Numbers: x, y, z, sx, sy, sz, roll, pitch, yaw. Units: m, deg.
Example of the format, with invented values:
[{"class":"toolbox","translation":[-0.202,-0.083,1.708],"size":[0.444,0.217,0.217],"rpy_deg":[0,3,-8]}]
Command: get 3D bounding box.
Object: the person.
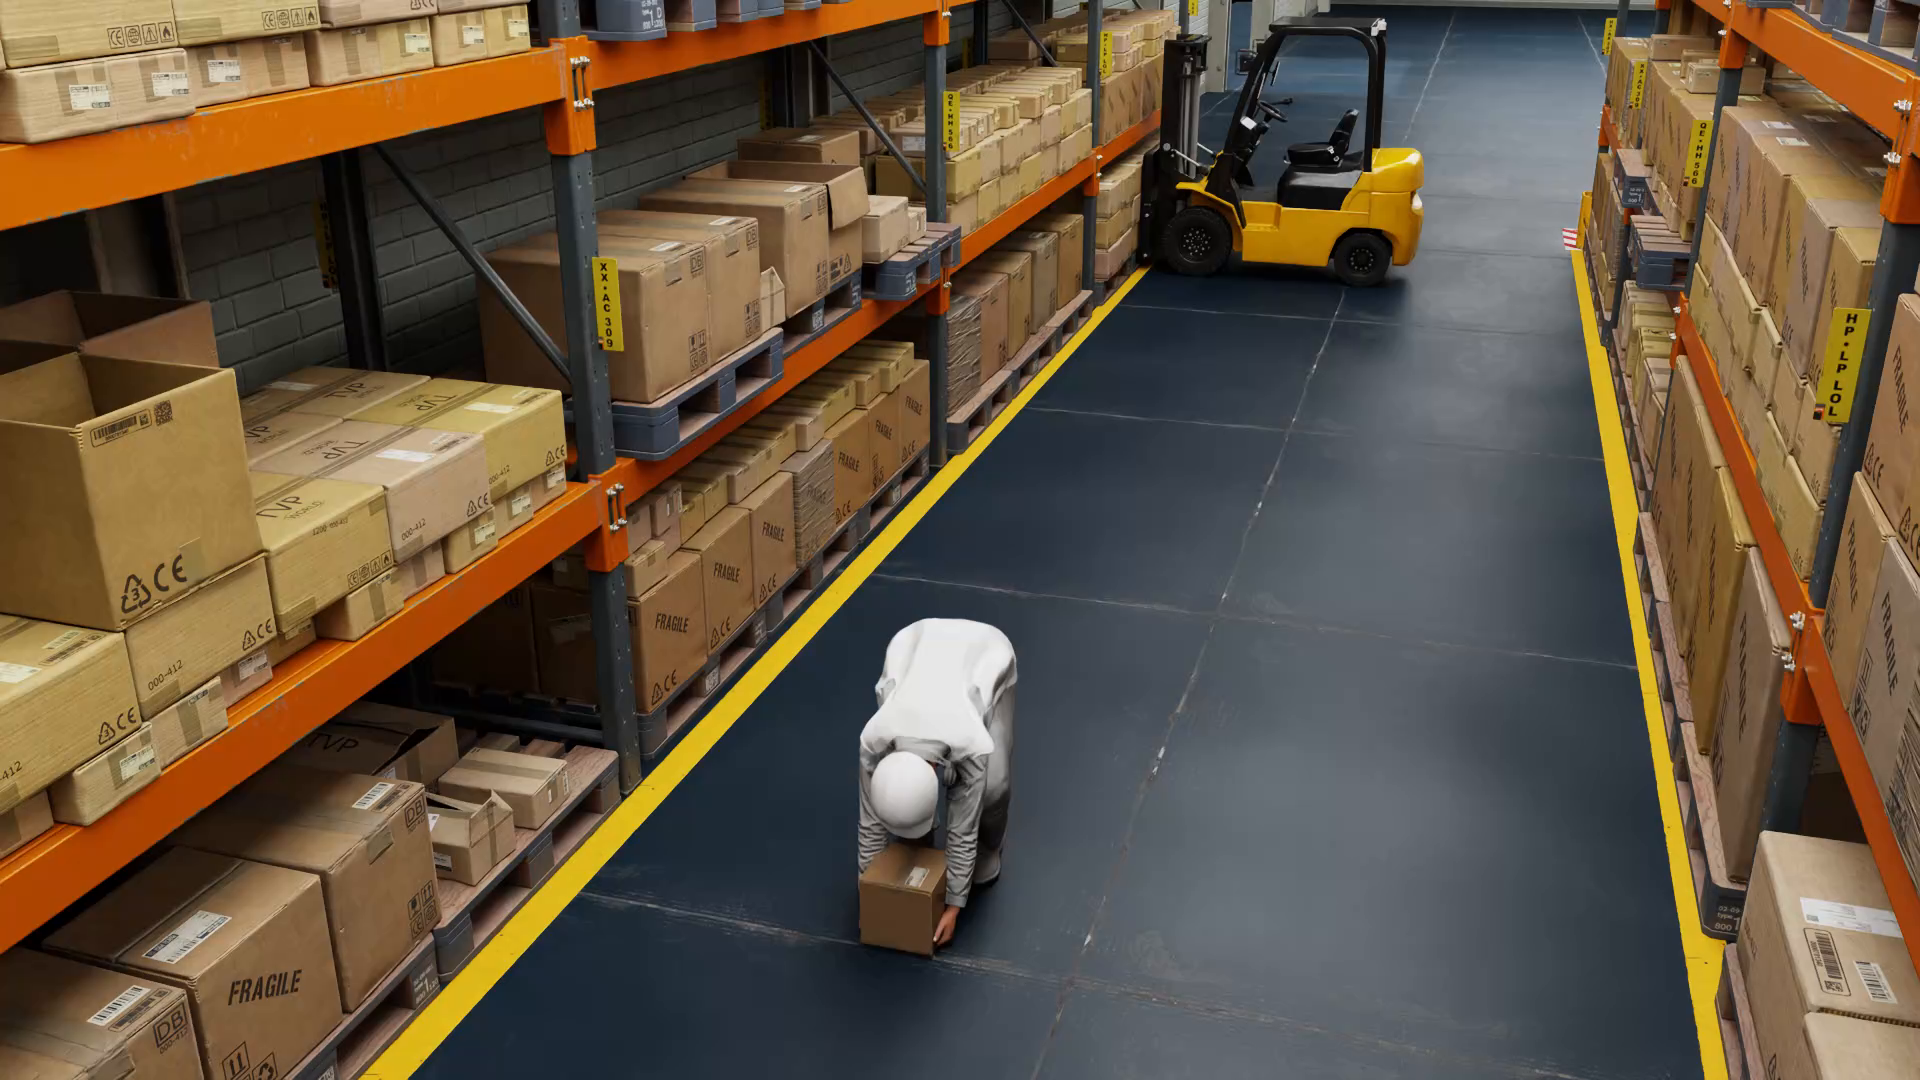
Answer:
[{"class":"person","translation":[-0.085,0.801,5.698],"size":[0.519,0.923,0.999],"rpy_deg":[5,22,13]}]
